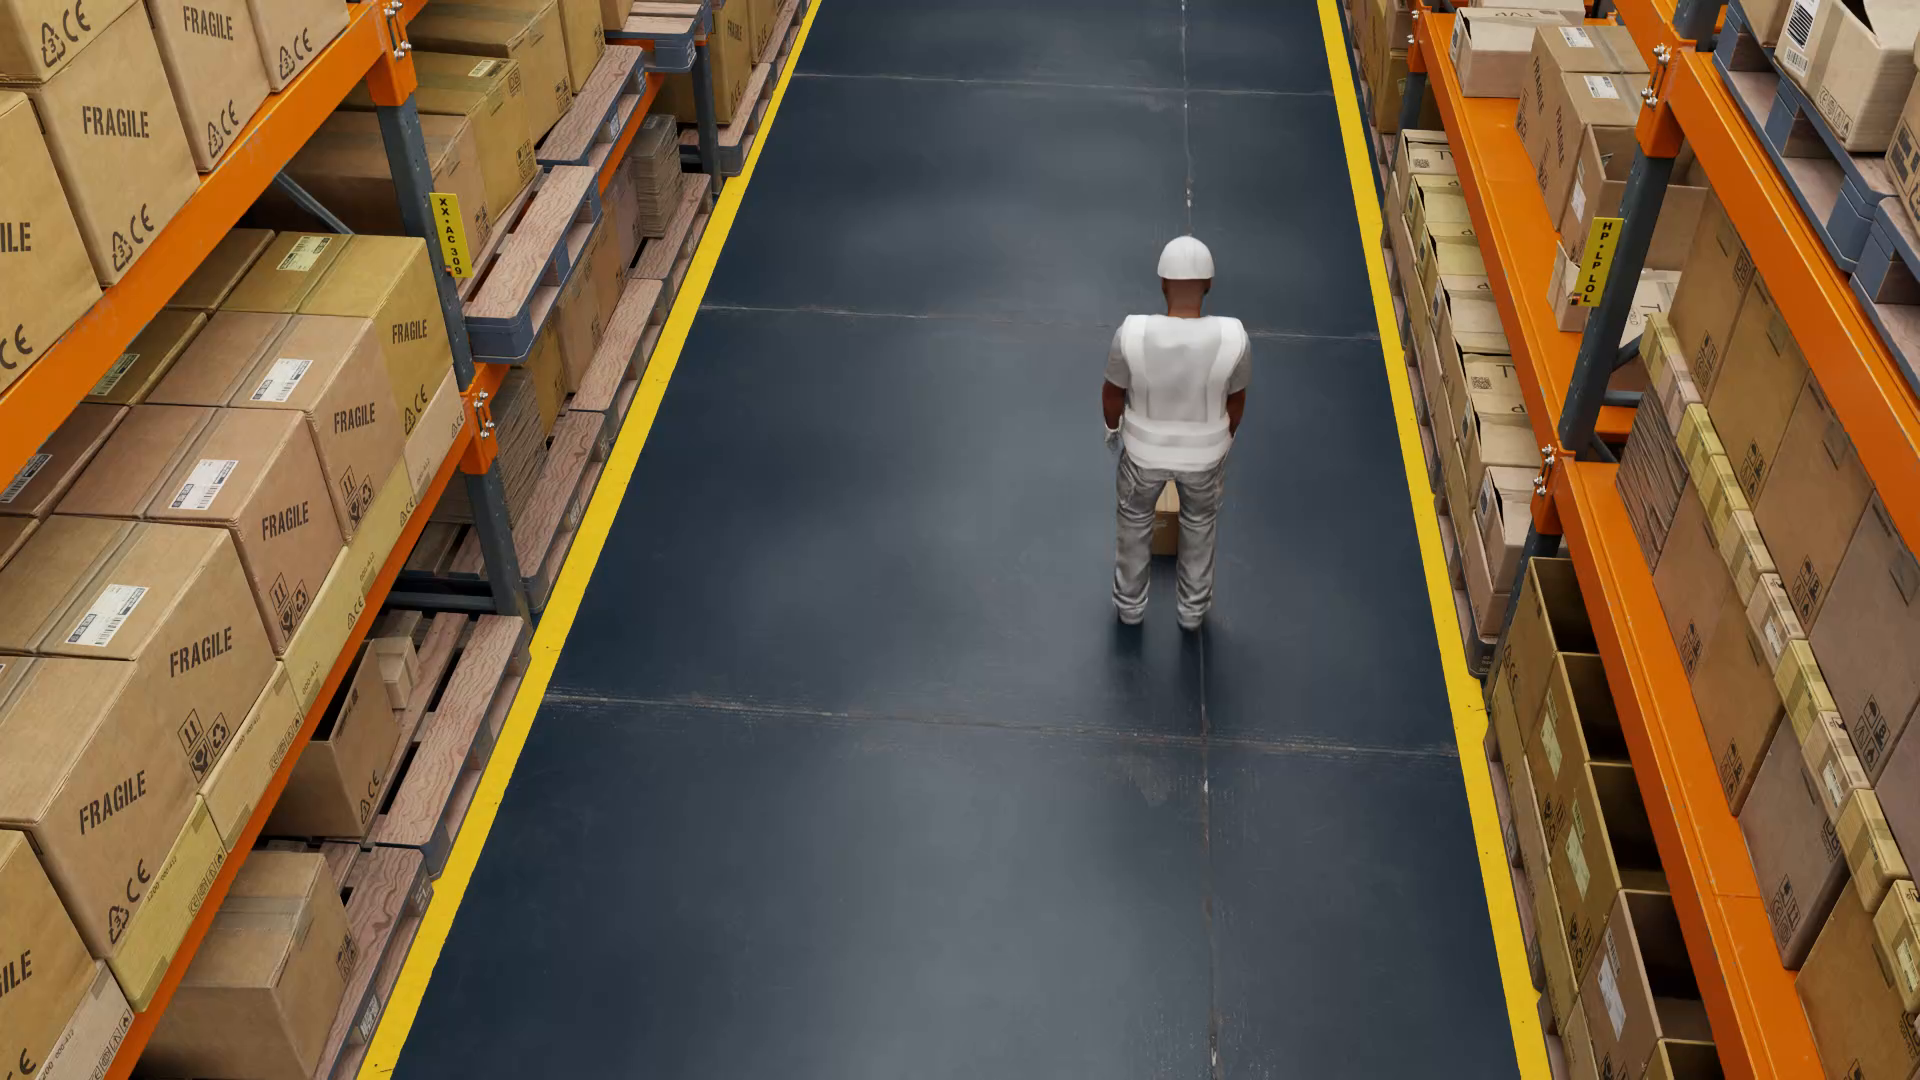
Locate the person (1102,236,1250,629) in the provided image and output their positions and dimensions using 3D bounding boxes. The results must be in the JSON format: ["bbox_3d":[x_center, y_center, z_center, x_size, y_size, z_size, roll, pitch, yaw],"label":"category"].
[{"bbox_3d":[0.835,-0.390,6.628,0.557,1.767,0.388,4,40,5],"label":"person"}]
